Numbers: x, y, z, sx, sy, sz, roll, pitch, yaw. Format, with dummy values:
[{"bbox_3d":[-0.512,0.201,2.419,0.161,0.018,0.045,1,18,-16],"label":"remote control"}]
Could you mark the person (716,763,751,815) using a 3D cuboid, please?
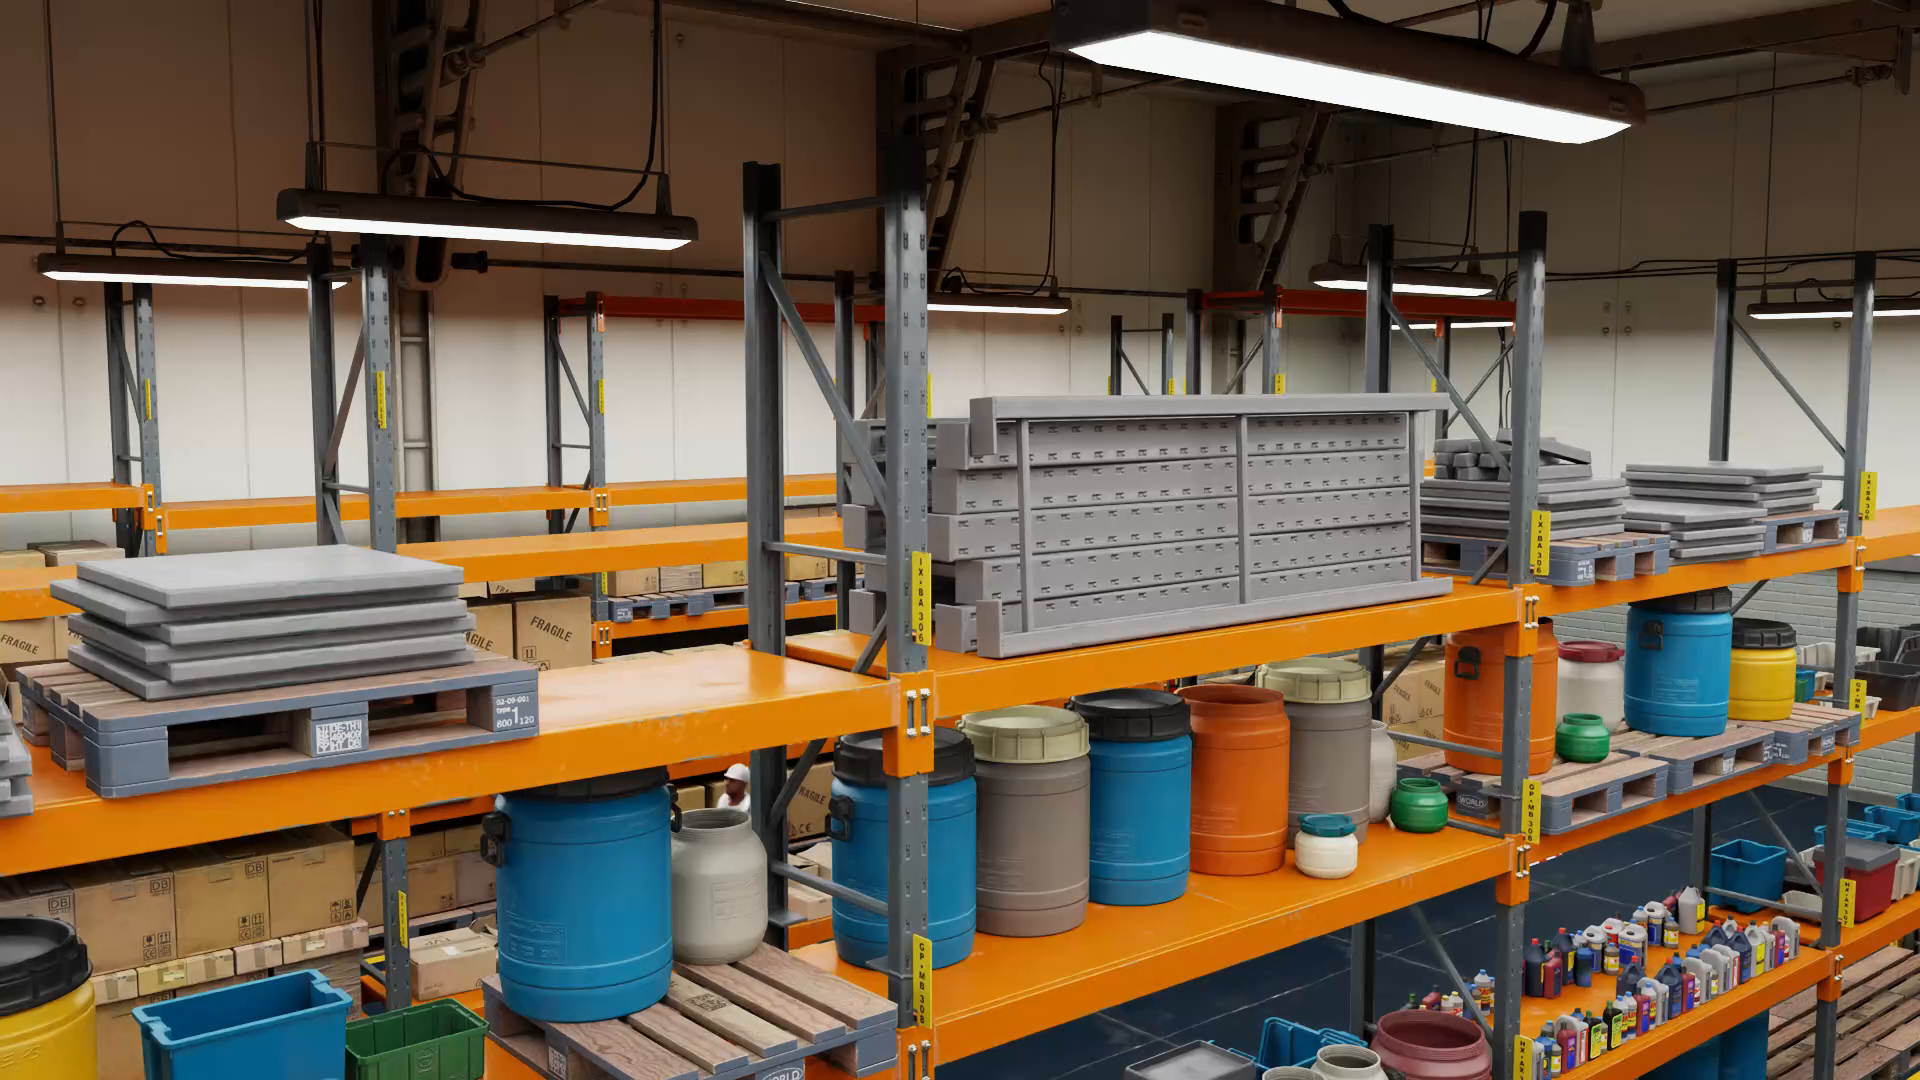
[{"bbox_3d":[-1.964,2.877,14.644,0.752,1.835,0.677,-5,7,-41],"label":"person"}]
